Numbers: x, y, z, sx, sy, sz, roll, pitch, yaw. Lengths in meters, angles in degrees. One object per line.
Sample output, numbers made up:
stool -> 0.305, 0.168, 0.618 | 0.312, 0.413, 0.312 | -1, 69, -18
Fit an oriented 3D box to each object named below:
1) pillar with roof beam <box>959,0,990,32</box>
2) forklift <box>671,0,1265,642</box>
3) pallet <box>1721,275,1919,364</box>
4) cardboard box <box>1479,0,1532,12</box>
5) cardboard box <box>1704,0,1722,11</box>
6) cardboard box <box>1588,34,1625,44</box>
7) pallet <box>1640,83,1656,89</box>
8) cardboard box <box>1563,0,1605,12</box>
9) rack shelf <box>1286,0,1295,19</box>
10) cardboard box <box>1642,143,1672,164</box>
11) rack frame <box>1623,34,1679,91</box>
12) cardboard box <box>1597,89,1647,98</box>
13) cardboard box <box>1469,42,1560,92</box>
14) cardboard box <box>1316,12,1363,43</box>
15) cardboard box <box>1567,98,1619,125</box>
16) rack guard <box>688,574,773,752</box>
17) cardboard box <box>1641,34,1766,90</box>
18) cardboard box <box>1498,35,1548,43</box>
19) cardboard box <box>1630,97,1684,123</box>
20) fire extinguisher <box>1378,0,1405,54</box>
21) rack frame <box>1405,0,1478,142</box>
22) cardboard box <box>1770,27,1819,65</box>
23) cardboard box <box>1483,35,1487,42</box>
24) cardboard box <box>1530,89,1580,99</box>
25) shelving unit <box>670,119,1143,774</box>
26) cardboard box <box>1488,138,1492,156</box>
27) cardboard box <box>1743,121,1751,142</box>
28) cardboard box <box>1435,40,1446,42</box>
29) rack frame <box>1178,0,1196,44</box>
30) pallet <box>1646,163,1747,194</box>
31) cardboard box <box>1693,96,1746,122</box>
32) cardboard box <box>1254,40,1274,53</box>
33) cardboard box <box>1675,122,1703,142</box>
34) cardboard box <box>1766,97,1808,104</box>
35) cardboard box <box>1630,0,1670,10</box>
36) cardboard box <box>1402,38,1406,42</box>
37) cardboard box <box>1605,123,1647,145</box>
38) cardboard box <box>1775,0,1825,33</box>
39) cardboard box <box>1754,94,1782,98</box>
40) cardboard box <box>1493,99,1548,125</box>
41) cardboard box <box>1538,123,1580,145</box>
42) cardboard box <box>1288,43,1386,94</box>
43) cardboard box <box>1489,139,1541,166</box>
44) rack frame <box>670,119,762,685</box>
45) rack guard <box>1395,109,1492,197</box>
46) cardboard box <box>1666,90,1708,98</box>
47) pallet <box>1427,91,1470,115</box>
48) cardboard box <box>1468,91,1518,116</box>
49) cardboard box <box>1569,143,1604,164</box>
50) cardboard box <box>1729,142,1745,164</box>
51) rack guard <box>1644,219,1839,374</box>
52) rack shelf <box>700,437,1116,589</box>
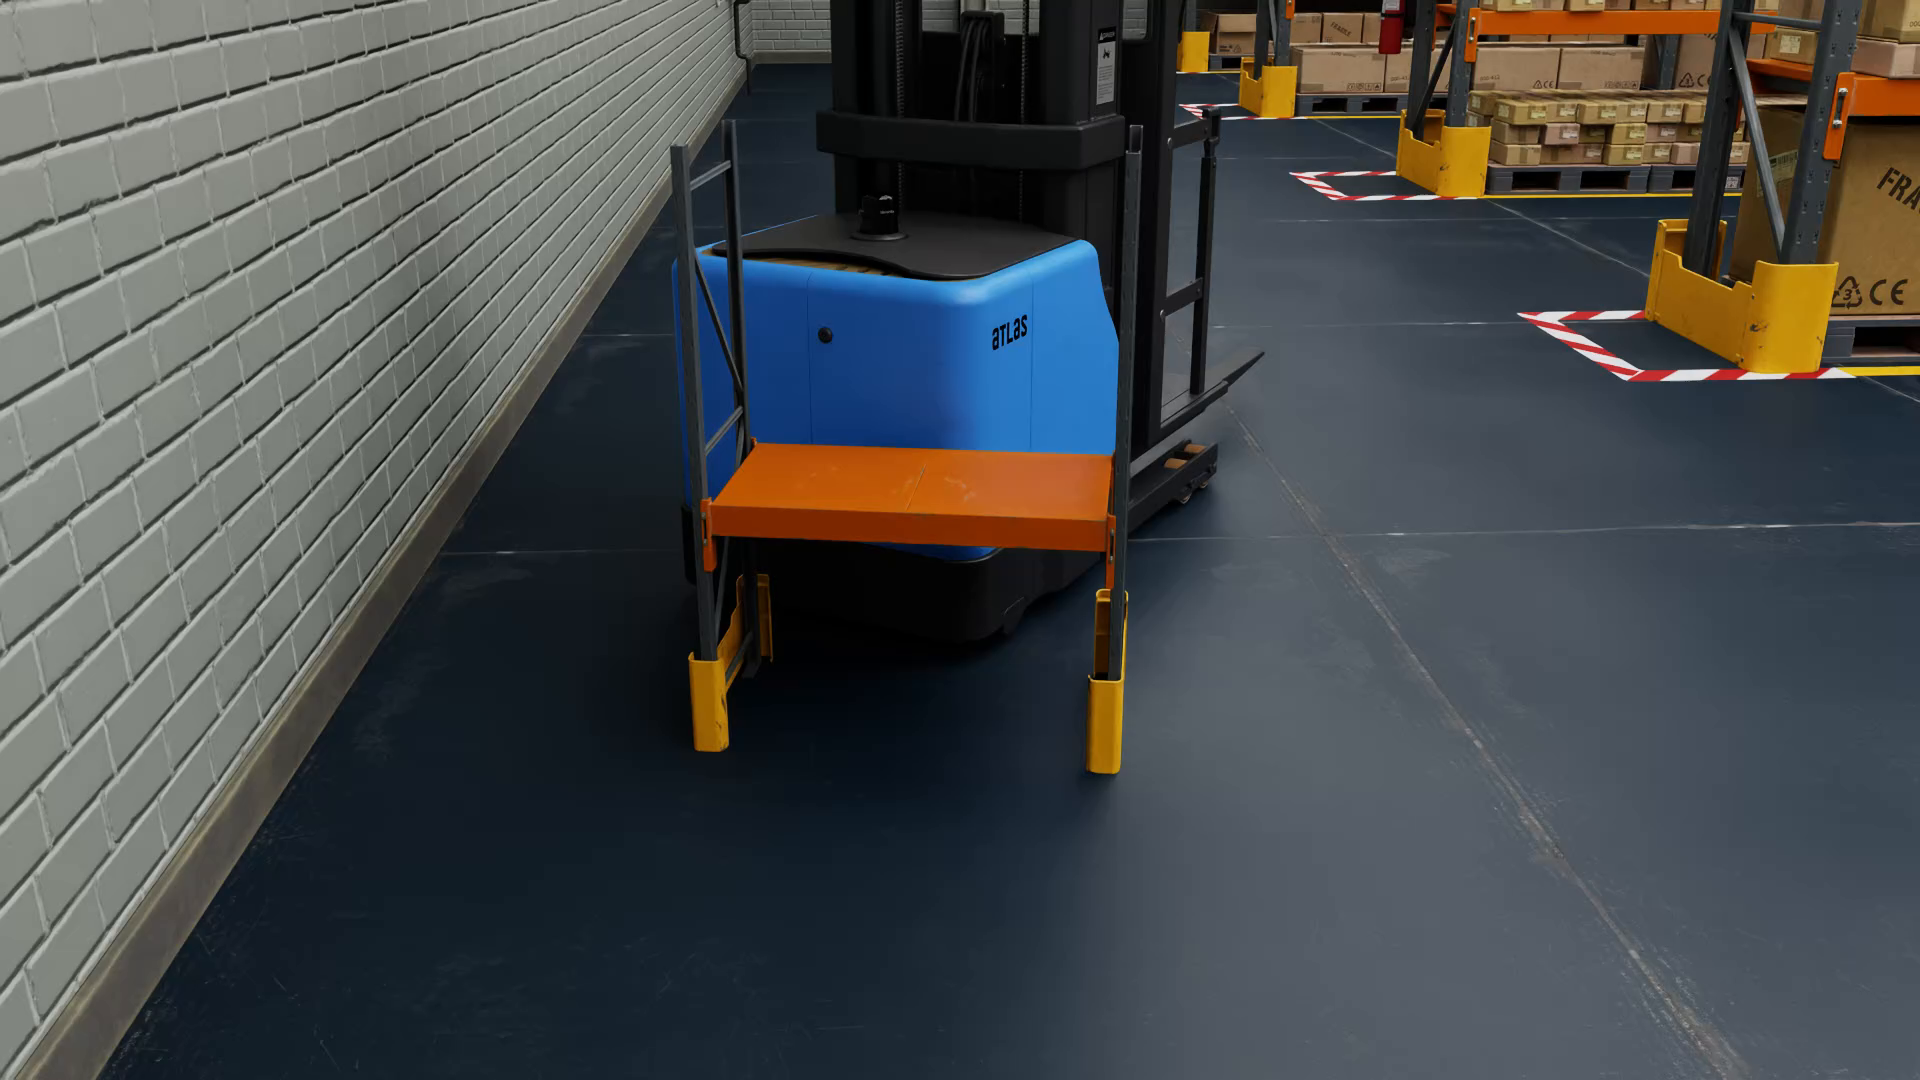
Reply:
pillar with roof beam -> 0.439, -9.197, 17.131 | 0.400, 9.000, 9.100 | -1, 21, -3
forklift -> 0.296, -1.565, 5.612 | 1.130, 2.935, 3.031 | 11, 23, 26
pallet -> 4.583, -1.115, 8.253 | 1.213, 0.211, 1.003 | -1, 21, -3
cardboard box -> 3.949, -3.911, 12.030 | 0.250, 0.149, 0.380 | -1, 21, -3
cardboard box -> 5.503, -3.960, 12.161 | 0.250, 0.149, 0.380 | 0, 21, -1
cardboard box -> 8.455, -6.720, 21.978 | 0.500, 0.500, 0.500 | -2, 21, -5
pallet -> 7.983, -4.715, 17.708 | 1.213, 0.211, 1.003 | -1, 21, -3
cardboard box -> 4.472, -3.917, 12.047 | 0.250, 0.149, 0.380 | -2, 21, -5
rack shelf -> 5.220, -5.599, 17.122 | 4.000, 0.370, 1.077 | -1, 21, -3
cardboard box -> 5.163, -2.946, 12.560 | 0.250, 0.149, 0.380 | -1, 21, -3
rack frame -> 7.217, -5.976, 17.100 | 0.127, 3.000, 1.000 | -1, 21, -3
cardboard box -> 5.153, -3.424, 12.978 | 0.250, 0.149, 0.380 | 0, 21, -1
cardboard box -> 5.690, -4.981, 17.500 | 0.875, 0.438, 0.875 | -2, 21, -5
cardboard box -> 4.941, -6.643, 21.777 | 0.500, 0.500, 0.500 | -1, 21, -2
cardboard box -> 4.676, -3.178, 12.332 | 0.250, 0.149, 0.380 | -1, 21, -3
rack guard -> -0.605, 0.316, 4.440 | 0.087, 0.250, 0.587 | 2, 21, 6
cardboard box -> 7.831, -5.220, 17.511 | 0.875, 0.875, 0.875 | -1, 21, -1
cardboard box -> 7.426, -6.697, 21.917 | 0.500, 0.500, 0.500 | 0, 21, -1
cardboard box -> 5.197, -3.215, 12.429 | 0.250, 0.149, 0.380 | 0, 21, -1
fire extinguisher -> 3.329, -4.086, 12.771 | 0.183, 0.674, 0.296 | -1, 21, -3
rack frame -> 3.607, -4.138, 12.274 | 0.127, 3.000, 1.000 | -1, 21, -3
cardboard box -> 4.126, -2.381, 8.012 | 0.250, 0.149, 0.380 | -1, 21, -2
cardboard box -> 7.403, -6.882, 22.404 | 0.500, 0.500, 0.500 | -1, 21, -3
cardboard box -> 4.626, -3.416, 12.957 | 0.250, 0.149, 0.380 | -2, 21, -4
shelving unit -> -0.110, -0.248, 4.164 | 1.083, 1.500, 0.587 | 2, 21, 6
cardboard box -> 4.120, -3.087, 12.929 | 0.250, 0.149, 0.380 | -1, 21, -2
cardboard box -> 5.990, -3.101, 12.548 | 0.250, 0.149, 0.380 | -2, 21, -6
cardboard box -> 6.390, -6.487, 21.860 | 0.250, 0.149, 0.380 | -2, 21, -5
rack frame -> 2.936, -7.657, 21.518 | 0.127, 3.000, 1.000 | -1, 21, -3
pallet -> 5.711, -2.864, 12.847 | 1.213, 0.211, 1.003 | -1, 21, -3
cardboard box -> 5.708, -3.243, 12.503 | 0.250, 0.149, 0.380 | -1, 21, -3
cardboard box -> 3.979, -6.495, 21.881 | 0.250, 0.149, 0.380 | -2, 21, -5
cardboard box -> 5.451, -3.108, 12.568 | 0.250, 0.149, 0.380 | 0, 21, 0
cardboard box -> 6.230, -3.219, 12.440 | 0.250, 0.149, 0.380 | -2, 21, -6
cardboard box -> 4.995, -3.968, 12.180 | 0.250, 0.149, 0.380 | -1, 21, -4
cardboard box -> 5.824, -6.664, 22.326 | 0.250, 0.149, 0.380 | -1, 21, -4
cardboard box -> 4.923, -3.049, 12.412 | 0.250, 0.149, 0.380 | -1, 21, -1
cardboard box -> 4.258, -2.547, 7.888 | 0.500, 0.250, 0.500 | -1, 21, -4
cardboard box -> 6.199, -3.431, 12.997 | 0.250, 0.149, 0.380 | -1, 21, -2
cardboard box -> 4.149, -3.170, 12.312 | 0.250, 0.149, 0.380 | -2, 21, -6
cardboard box -> 4.421, -3.046, 12.404 | 0.250, 0.149, 0.380 | -1, 21, -3
cardboard box -> 3.877, -4.942, 17.397 | 0.875, 0.438, 0.875 | -2, 21, -5
cardboard box -> 4.148, -2.899, 12.436 | 0.250, 0.149, 0.380 | -1, 21, -2
rack frame -> -0.606, -0.268, 4.217 | 0.032, 1.500, 0.500 | 2, 21, 6
rack guard -> 3.683, -2.971, 12.723 | 0.348, 0.500, 1.175 | -1, 21, -3
cardboard box -> 5.683, -3.405, 12.929 | 0.250, 0.149, 0.380 | -1, 21, -3
pallet -> 5.232, -4.659, 17.561 | 1.213, 0.211, 1.003 | -1, 21, -3
cardboard box -> 4.121, -3.381, 12.865 | 0.250, 0.149, 0.380 | -1, 21, -2
cardboard box -> 4.652, -2.941, 12.546 | 0.250, 0.149, 0.380 | -1, 21, -2
cardboard box -> 5.692, -2.935, 12.531 | 0.250, 0.149, 0.380 | -1, 21, -3
rack guard -> 3.765, -1.205, 8.084 | 0.348, 0.500, 1.175 | -1, 21, -3
rack shelf -> -0.101, -0.080, 4.227 | 1.000, 0.185, 0.538 | 2, 21, 6
